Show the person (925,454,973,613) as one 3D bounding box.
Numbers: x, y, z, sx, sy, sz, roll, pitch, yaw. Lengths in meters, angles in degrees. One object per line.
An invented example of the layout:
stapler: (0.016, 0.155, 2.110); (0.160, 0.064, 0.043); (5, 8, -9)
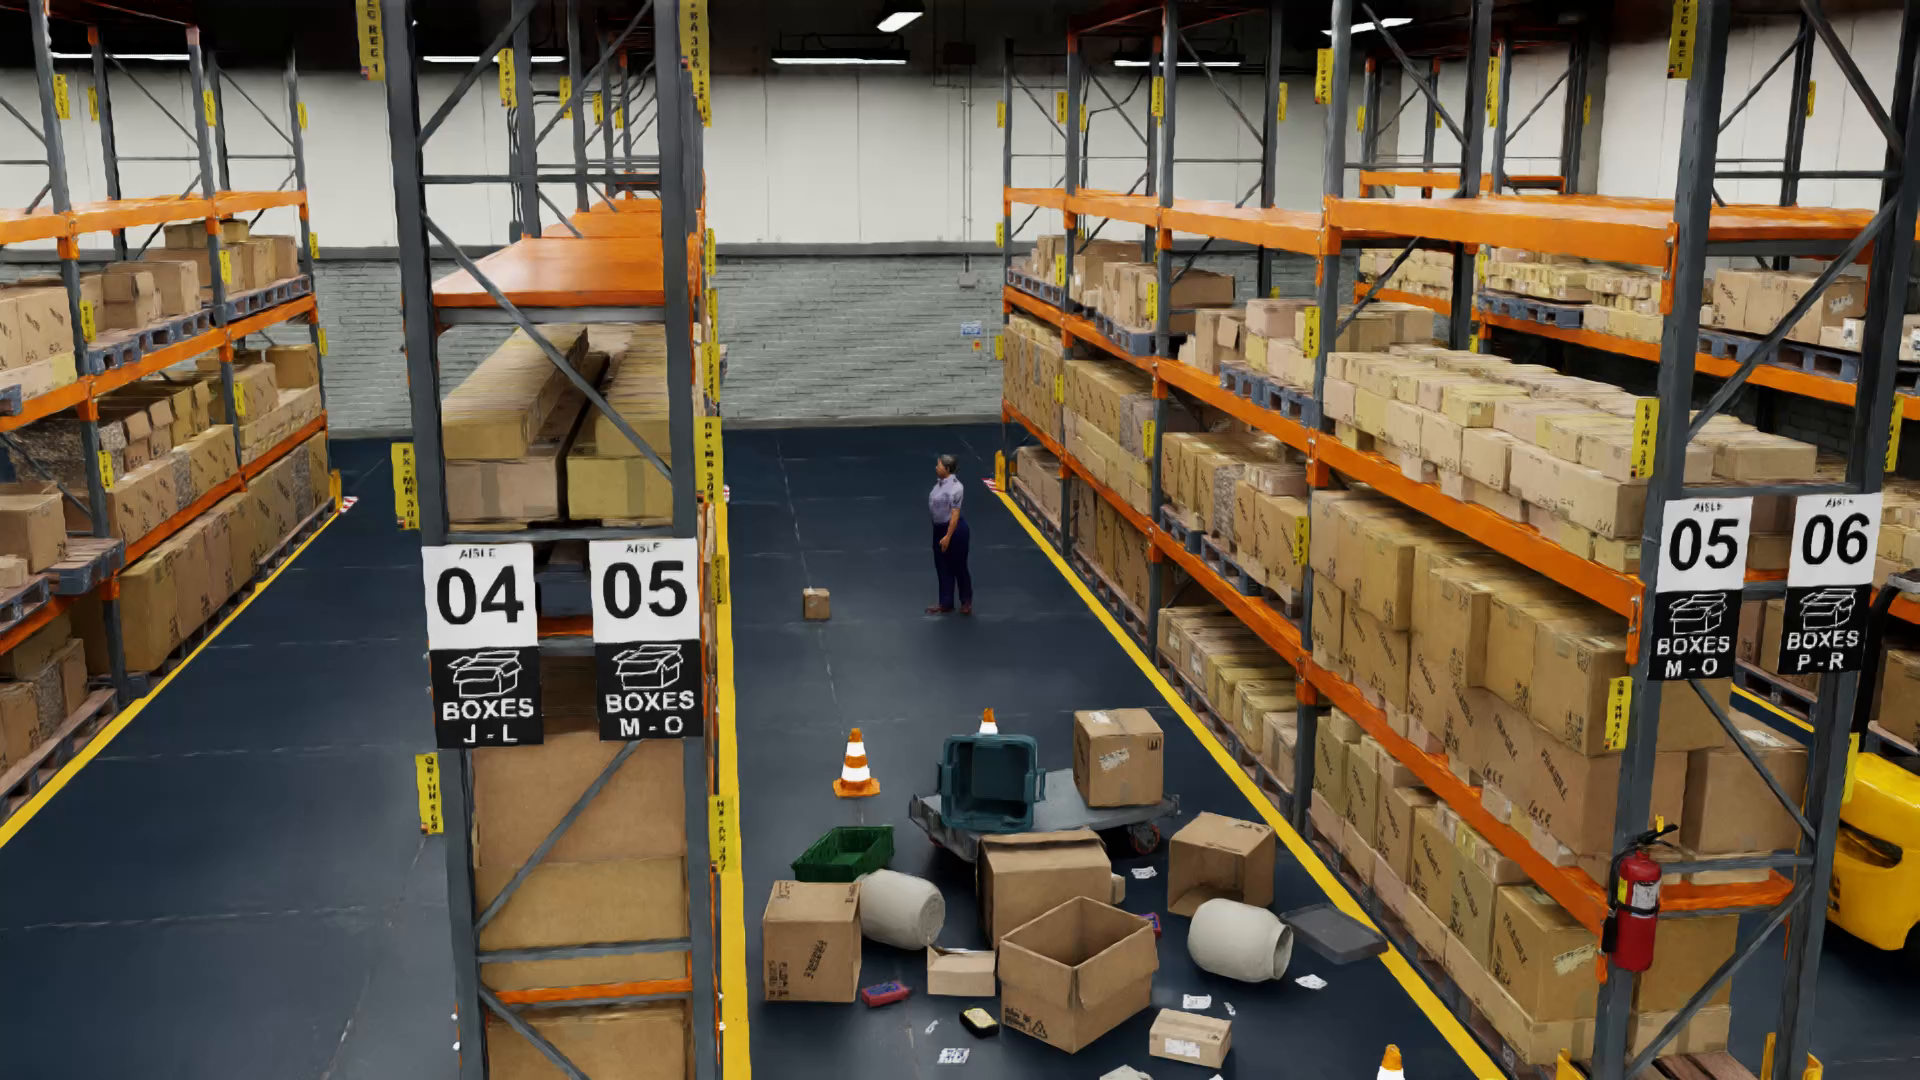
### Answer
person: (-0.073, -0.061, 16.759); (0.467, 1.654, 0.478); (-7, 15, -29)
